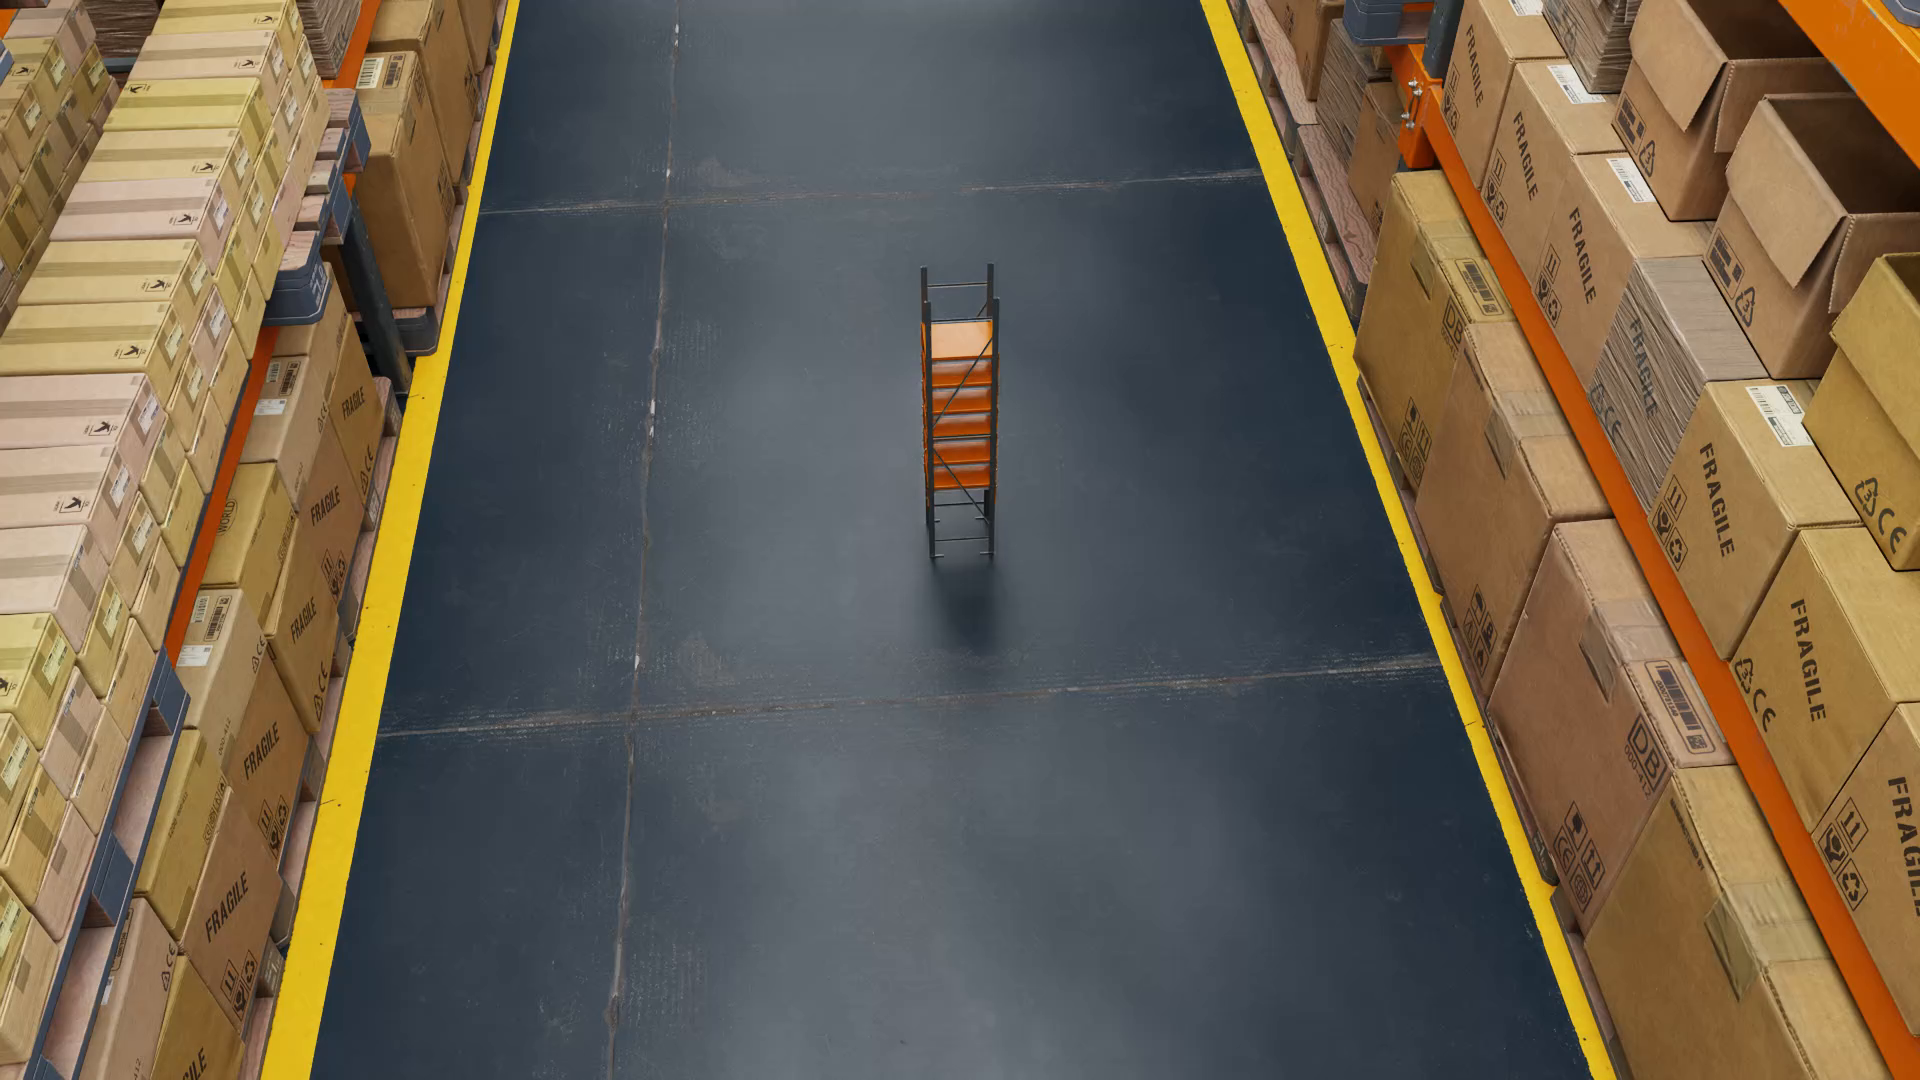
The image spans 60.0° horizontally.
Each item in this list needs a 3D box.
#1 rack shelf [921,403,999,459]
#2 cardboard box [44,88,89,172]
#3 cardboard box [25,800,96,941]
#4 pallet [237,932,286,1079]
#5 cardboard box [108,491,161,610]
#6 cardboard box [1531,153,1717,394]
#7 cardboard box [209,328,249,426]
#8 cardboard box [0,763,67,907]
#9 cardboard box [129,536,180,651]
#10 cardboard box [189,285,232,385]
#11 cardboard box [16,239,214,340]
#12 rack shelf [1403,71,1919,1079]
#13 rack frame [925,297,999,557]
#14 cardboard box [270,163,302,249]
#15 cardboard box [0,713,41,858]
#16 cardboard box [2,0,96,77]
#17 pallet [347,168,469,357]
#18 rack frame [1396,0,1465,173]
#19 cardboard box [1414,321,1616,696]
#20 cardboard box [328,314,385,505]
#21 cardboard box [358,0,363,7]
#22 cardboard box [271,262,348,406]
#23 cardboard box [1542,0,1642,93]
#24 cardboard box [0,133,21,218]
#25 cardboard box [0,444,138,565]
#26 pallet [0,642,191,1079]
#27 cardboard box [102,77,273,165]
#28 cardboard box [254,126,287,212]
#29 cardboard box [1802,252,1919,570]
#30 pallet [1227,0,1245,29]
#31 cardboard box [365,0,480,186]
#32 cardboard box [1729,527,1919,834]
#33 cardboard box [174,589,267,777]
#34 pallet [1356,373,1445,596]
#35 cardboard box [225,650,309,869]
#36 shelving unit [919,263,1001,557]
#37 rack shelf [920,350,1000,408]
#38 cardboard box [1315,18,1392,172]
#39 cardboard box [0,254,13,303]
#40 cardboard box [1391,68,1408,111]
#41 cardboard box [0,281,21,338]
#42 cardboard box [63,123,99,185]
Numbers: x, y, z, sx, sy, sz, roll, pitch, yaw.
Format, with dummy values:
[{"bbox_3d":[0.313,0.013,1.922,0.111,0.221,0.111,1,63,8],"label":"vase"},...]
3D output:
[{"bbox_3d":[-0.001,-0.392,5.857,0.258,0.103,0.180,-3,47,-3],"label":"rack shelf"},{"bbox_3d":[-2.894,-1.237,5.035,0.380,0.149,0.250,-1,47,-1],"label":"cardboard box"},{"bbox_3d":[-2.028,0.688,3.417,0.380,0.149,0.250,-3,47,-3],"label":"cardboard box"},{"bbox_3d":[-2.491,1.655,4.538,1.003,0.211,1.213,-3,47,-3],"label":"pallet"},{"bbox_3d":[-2.092,0.028,3.836,0.380,0.149,0.250,-2,47,-2],"label":"cardboard box"},{"bbox_3d":[2.053,-0.786,4.860,0.500,0.500,0.500,-4,47,-4],"label":"cardboard box"},{"bbox_3d":[-2.158,-0.436,4.481,0.380,0.149,0.250,-2,47,-2],"label":"cardboard box"},{"bbox_3d":[-2.023,0.598,3.296,0.380,0.149,0.250,-4,47,-4],"label":"cardboard box"},{"bbox_3d":[-2.087,0.141,3.935,0.380,0.149,0.250,-5,47,-5],"label":"cardboard box"},{"bbox_3d":[-2.154,-0.533,4.367,0.380,0.149,0.250,-2,47,-2],"label":"cardboard box"},{"bbox_3d":[-2.156,-0.635,4.260,0.380,0.149,0.250,-1,47,-1],"label":"cardboard box"},{"bbox_3d":[2.359,-0.169,4.840,1.077,0.370,4.000,-3,47,-3],"label":"rack shelf"},{"bbox_3d":[0.006,-0.357,5.762,0.240,1.200,0.006,-3,47,-3],"label":"rack frame"},{"bbox_3d":[-2.219,-0.998,5.013,0.380,0.149,0.250,-3,47,-3],"label":"cardboard box"},{"bbox_3d":[-2.029,0.482,3.202,0.380,0.149,0.250,-2,47,-2],"label":"cardboard box"},{"bbox_3d":[-2.914,-1.548,5.125,0.380,0.149,0.250,-3,47,-3],"label":"cardboard box"},{"bbox_3d":[-2.751,-1.251,7.290,1.003,0.211,1.213,-3,47,-3],"label":"pallet"},{"bbox_3d":[2.191,-1.863,5.949,1.000,3.000,0.127,-3,47,-3],"label":"rack frame"},{"bbox_3d":[2.295,-0.131,5.483,1.225,0.875,0.875,-3,47,-3],"label":"cardboard box"},{"bbox_3d":[-2.444,-0.460,6.052,0.500,0.500,0.500,-4,47,-3],"label":"cardboard box"},{"bbox_3d":[-2.574,-2.378,6.368,0.500,0.500,0.500,-4,47,-4],"label":"cardboard box"},{"bbox_3d":[-2.441,-0.699,5.762,0.500,0.250,0.500,-4,47,-4],"label":"cardboard box"},{"bbox_3d":[2.236,-1.713,5.046,0.797,0.503,0.637,-2,47,-2],"label":"cardboard box"},{"bbox_3d":[-2.851,-0.988,4.594,0.380,0.149,0.250,-5,47,-5],"label":"cardboard box"},{"bbox_3d":[-2.088,-0.070,3.724,0.380,0.149,0.250,-4,47,-4],"label":"cardboard box"},{"bbox_3d":[-2.344,0.763,3.593,1.003,0.211,1.213,-3,47,-3],"label":"pallet"},{"bbox_3d":[-2.221,-1.200,4.794,0.380,0.149,0.250,-2,47,-2],"label":"cardboard box"},{"bbox_3d":[-2.216,-1.082,4.888,0.380,0.149,0.250,-2,47,-2],"label":"cardboard box"},{"bbox_3d":[2.419,-0.308,3.716,0.797,0.503,0.637,-3,47,-3],"label":"cardboard box"},{"bbox_3d":[1.923,-3.235,9.169,1.003,0.211,1.213,-3,47,-3],"label":"pallet"},{"bbox_3d":[-2.797,-2.084,7.418,1.050,0.750,0.750,-3,47,-3],"label":"cardboard box"},{"bbox_3d":[2.180,0.316,3.816,0.500,0.500,0.500,-2,47,-2],"label":"cardboard box"},{"bbox_3d":[-2.309,0.411,4.711,0.500,0.250,0.500,-2,47,-2],"label":"cardboard box"},{"bbox_3d":[2.182,-0.330,6.417,1.003,0.211,1.213,-3,47,-3],"label":"pallet"},{"bbox_3d":[-2.326,0.662,4.989,0.500,0.500,0.500,-3,47,-3],"label":"cardboard box"},{"bbox_3d":[-0.001,-0.423,5.824,0.258,1.200,0.189,-3,47,-3],"label":"shelving unit"},{"bbox_3d":[-0.001,-0.558,5.682,0.258,0.103,0.180,-3,47,-3],"label":"rack shelf"},{"bbox_3d":[2.056,-2.039,7.534,0.700,0.500,0.500,-7,47,-7],"label":"cardboard box"},{"bbox_3d":[-2.827,-0.682,4.509,0.380,0.149,0.250,-3,47,-3],"label":"cardboard box"},{"bbox_3d":[2.105,-1.896,6.882,0.500,0.250,0.500,-2,47,-2],"label":"cardboard box"},{"bbox_3d":[-2.829,-0.580,4.617,0.380,0.149,0.250,-2,47,-2],"label":"cardboard box"},{"bbox_3d":[-2.901,-1.163,5.169,0.380,0.149,0.250,-1,47,-1],"label":"cardboard box"}]
